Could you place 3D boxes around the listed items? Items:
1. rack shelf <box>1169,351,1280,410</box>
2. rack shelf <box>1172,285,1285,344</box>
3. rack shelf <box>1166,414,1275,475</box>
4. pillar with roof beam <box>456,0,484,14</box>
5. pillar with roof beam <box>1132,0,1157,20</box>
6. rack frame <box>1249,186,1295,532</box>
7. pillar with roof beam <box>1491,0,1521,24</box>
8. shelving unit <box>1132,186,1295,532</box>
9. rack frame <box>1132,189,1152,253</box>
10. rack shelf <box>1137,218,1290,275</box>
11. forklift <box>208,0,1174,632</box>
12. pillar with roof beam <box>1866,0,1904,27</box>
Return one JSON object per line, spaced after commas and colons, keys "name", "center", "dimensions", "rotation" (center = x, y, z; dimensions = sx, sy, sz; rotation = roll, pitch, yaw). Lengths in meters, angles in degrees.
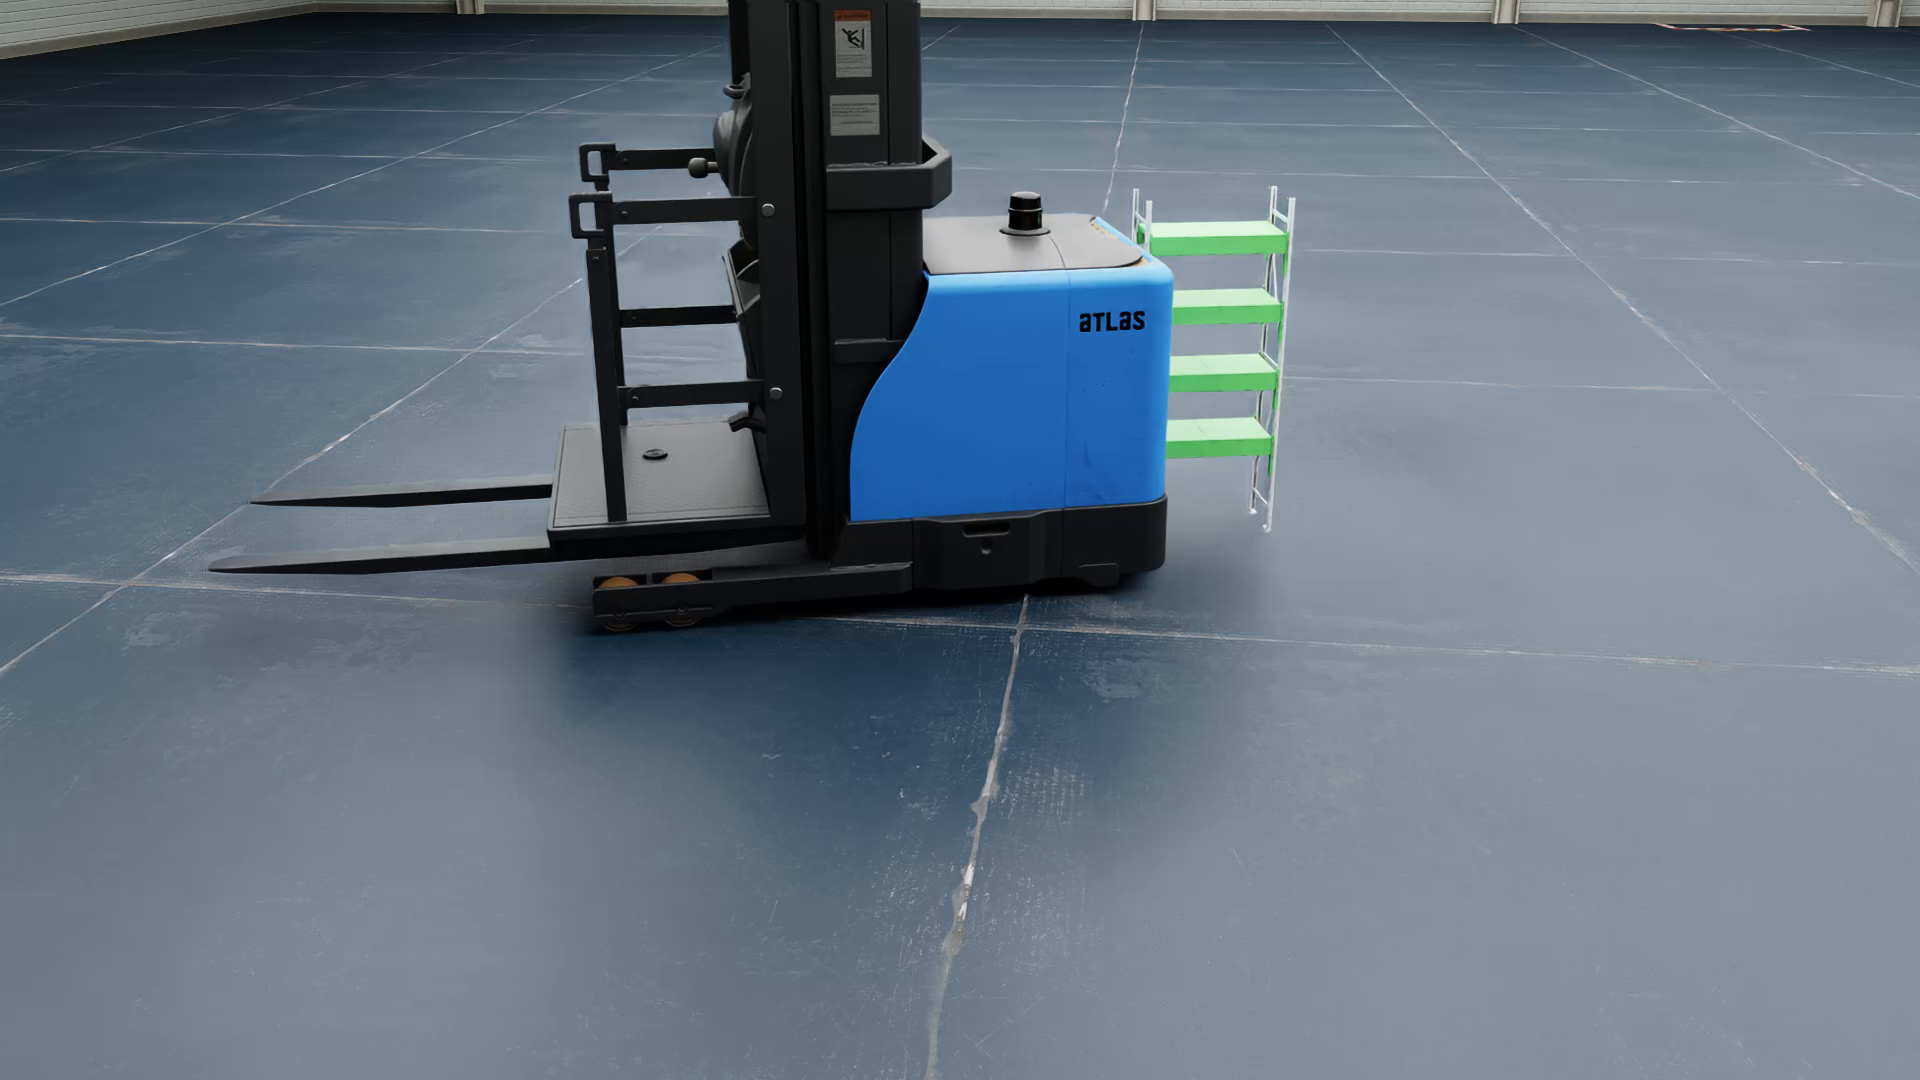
{"name": "rack shelf", "center": [0.861, -0.561, 5.900], "dimensions": [0.480, 0.148, 0.258], "rotation": [-2, 22, -6]}
{"name": "rack shelf", "center": [0.862, -0.784, 5.812], "dimensions": [0.480, 0.148, 0.258], "rotation": [-2, 22, -6]}
{"name": "rack shelf", "center": [0.861, -0.338, 5.988], "dimensions": [0.480, 0.148, 0.258], "rotation": [-2, 22, -6]}
{"name": "pillar with roof beam", "center": [-9.269, -12.050, 24.179], "dimensions": [0.400, 9.000, 9.100], "rotation": [2, 22, 6]}
{"name": "pillar with roof beam", "center": [2.648, -11.531, 22.866], "dimensions": [0.400, 9.000, 9.100], "rotation": [2, 22, 6]}
{"name": "rack frame", "center": [1.104, -0.630, 5.900], "dimensions": [0.015, 1.200, 0.240], "rotation": [-2, 22, -6]}
{"name": "pillar with roof beam", "center": [8.606, -11.271, 22.209], "dimensions": [0.400, 9.000, 9.100], "rotation": [2, 22, 6]}
{"name": "shelving unit", "center": [0.861, -0.620, 5.877], "dimensions": [0.503, 1.200, 0.258], "rotation": [-2, 22, -6]}
{"name": "rack frame", "center": [0.619, -0.611, 5.853], "dimensions": [0.015, 1.200, 0.240], "rotation": [-2, 22, -6]}
{"name": "rack shelf", "center": [0.862, -1.007, 5.724], "dimensions": [0.480, 0.148, 0.258], "rotation": [-2, 22, -6]}
{"name": "forklift", "center": [-0.882, -1.286, 5.206], "dimensions": [3.031, 2.935, 1.130], "rotation": [-4, 22, -10]}
{"name": "pillar with roof beam", "center": [14.564, -11.011, 21.553], "dimensions": [0.400, 9.000, 9.100], "rotation": [2, 22, 6]}
